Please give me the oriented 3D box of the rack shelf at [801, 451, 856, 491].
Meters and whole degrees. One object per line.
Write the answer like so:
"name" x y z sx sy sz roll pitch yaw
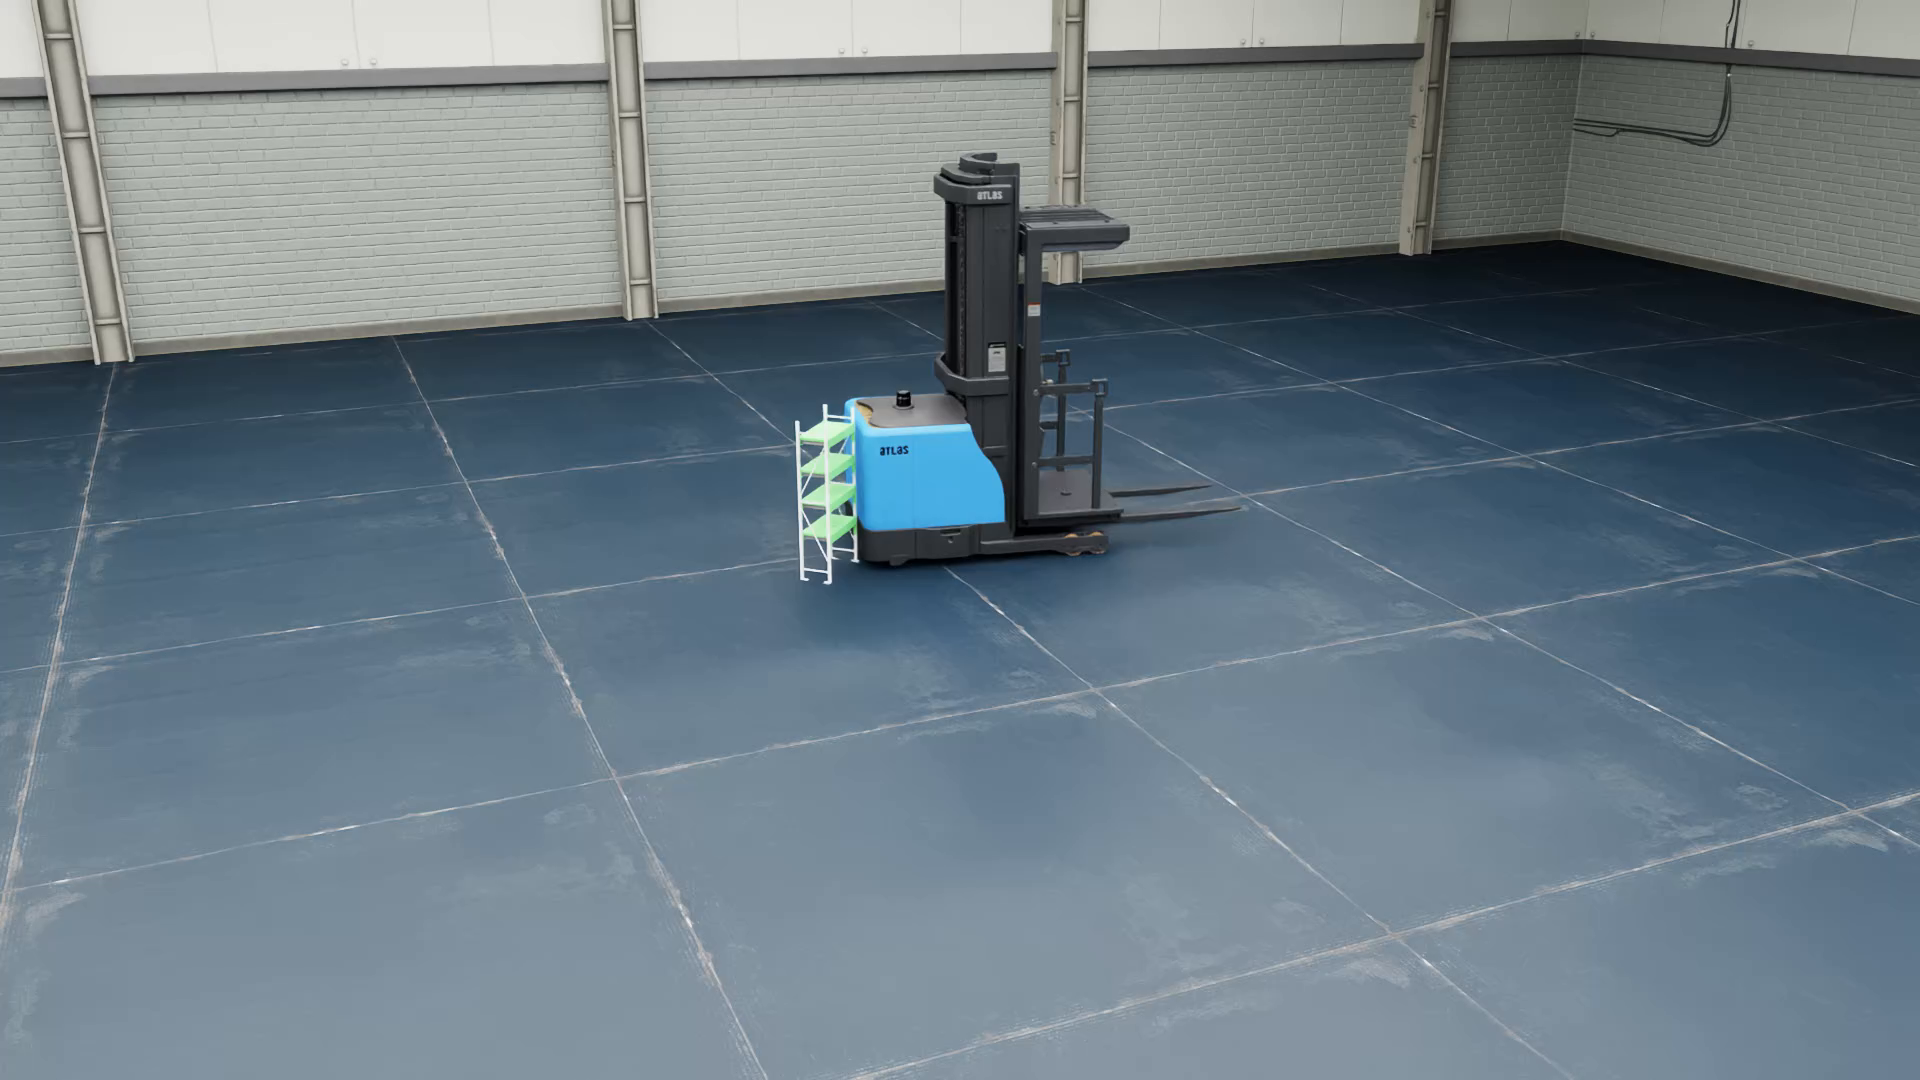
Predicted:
"rack shelf" -0.971 -0.507 12.124 0.258 0.148 0.480 7 20 18

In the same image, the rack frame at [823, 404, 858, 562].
"rack frame" -0.889 -0.417 12.400 0.240 1.200 0.015 7 20 18

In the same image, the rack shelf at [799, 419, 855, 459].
"rack shelf" -0.971 -0.733 12.044 0.258 0.148 0.480 7 20 18

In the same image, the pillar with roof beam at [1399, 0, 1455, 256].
"pillar with roof beam" 8.682 -7.334 20.303 0.400 9.000 9.100 -8 21 -22

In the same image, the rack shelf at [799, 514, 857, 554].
"rack shelf" -0.971 -0.054 12.284 0.258 0.148 0.480 7 20 18

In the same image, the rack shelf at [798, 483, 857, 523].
"rack shelf" -0.971 -0.280 12.204 0.258 0.148 0.480 7 20 18

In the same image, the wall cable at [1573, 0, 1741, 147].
"wall cable" 10.205 -7.167 24.502 0.112 2.526 3.097 -8 21 -22

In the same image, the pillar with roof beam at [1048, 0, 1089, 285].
"pillar with roof beam" 3.172 -6.545 18.061 0.400 9.000 9.100 -8 21 -22

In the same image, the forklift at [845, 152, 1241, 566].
"forklift" 0.665 -1.425 12.657 3.031 2.935 1.130 -4 20 -12

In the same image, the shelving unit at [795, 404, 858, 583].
"shelving unit" -0.971 -0.341 12.183 0.258 1.200 0.503 7 20 18

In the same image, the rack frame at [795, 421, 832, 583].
"rack frame" -1.052 -0.264 11.966 0.240 1.200 0.015 7 20 18

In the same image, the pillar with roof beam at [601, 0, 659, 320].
"pillar with roof beam" -2.337 -5.756 15.819 0.400 9.000 9.100 -8 21 -22

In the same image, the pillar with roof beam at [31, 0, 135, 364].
"pillar with roof beam" -7.846 -4.966 13.578 0.400 9.000 9.100 -8 21 -22
